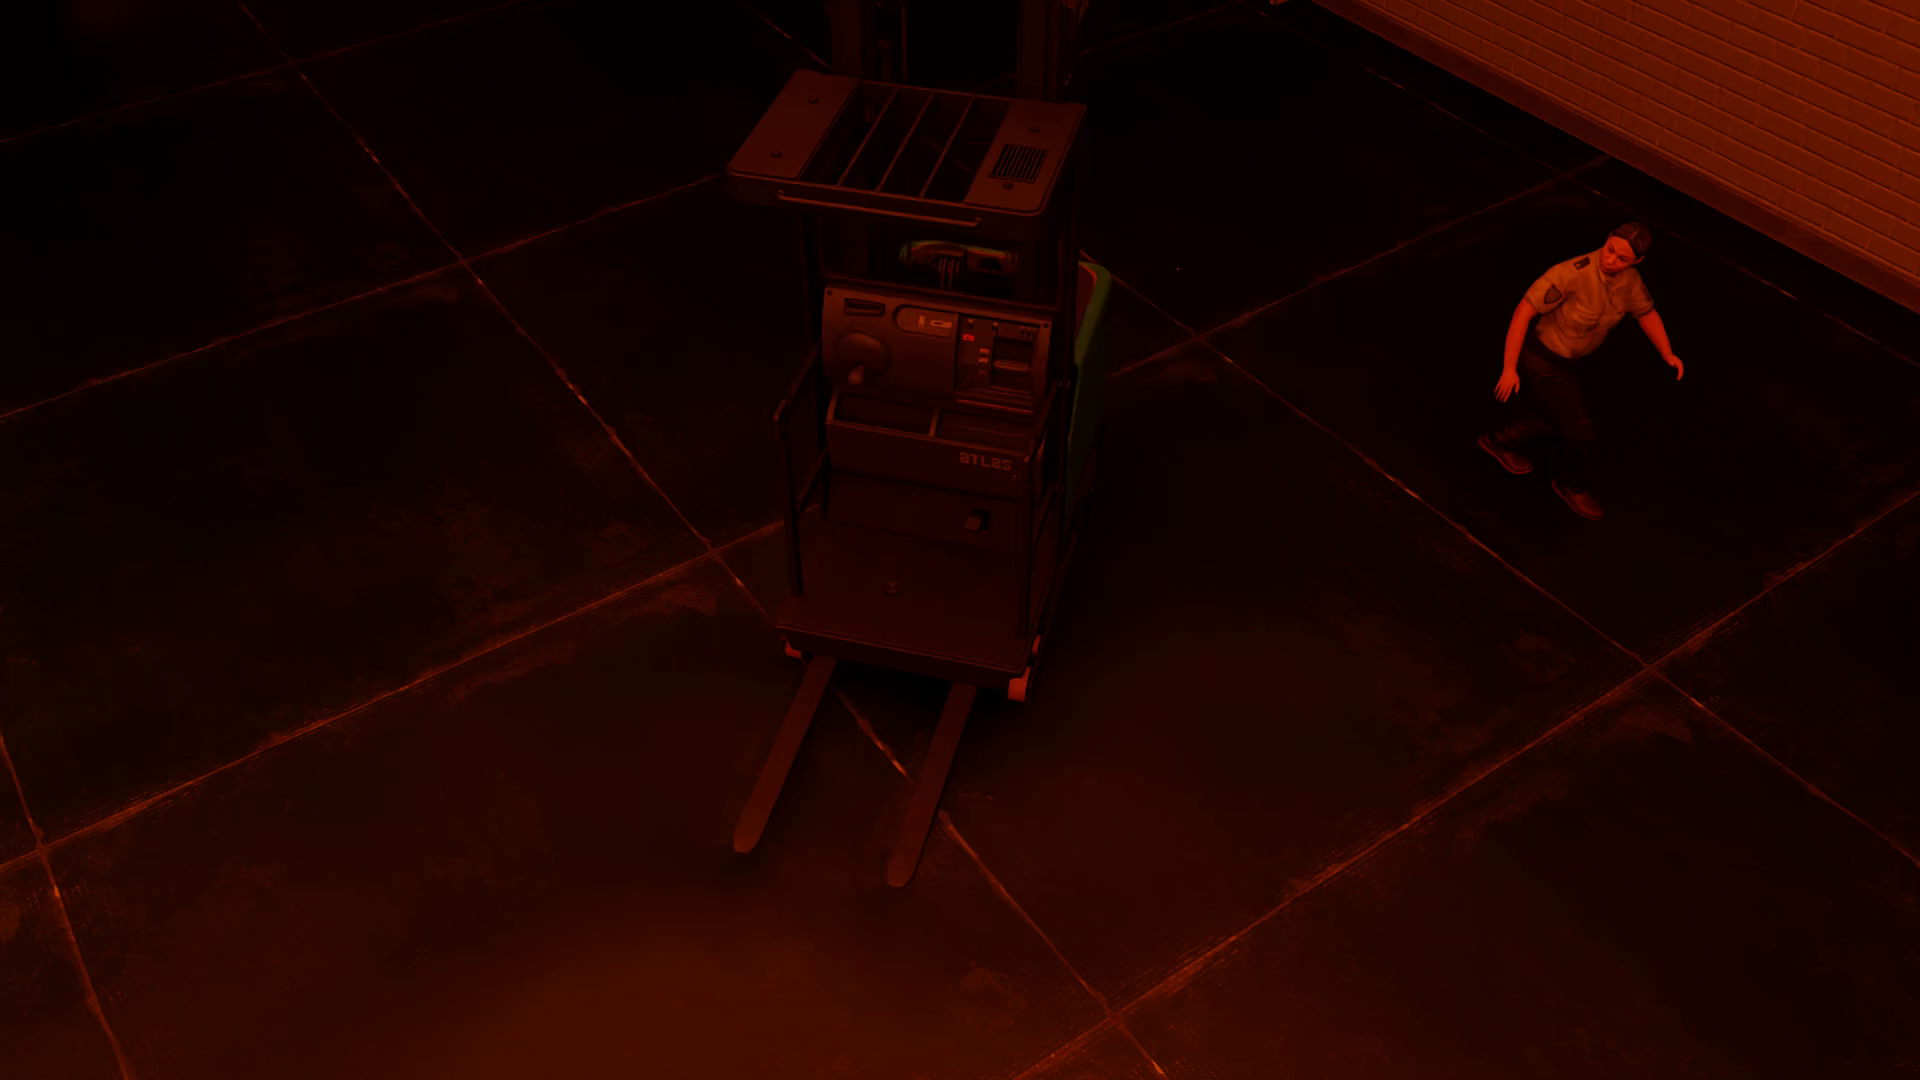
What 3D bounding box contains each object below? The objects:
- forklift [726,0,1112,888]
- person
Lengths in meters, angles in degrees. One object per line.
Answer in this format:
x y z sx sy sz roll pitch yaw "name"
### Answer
-0.151 -0.677 6.450 1.130 2.935 3.031 10 44 11 "forklift"
2.808 -0.742 7.581 0.803 1.524 0.808 -31 51 -30 "person"
